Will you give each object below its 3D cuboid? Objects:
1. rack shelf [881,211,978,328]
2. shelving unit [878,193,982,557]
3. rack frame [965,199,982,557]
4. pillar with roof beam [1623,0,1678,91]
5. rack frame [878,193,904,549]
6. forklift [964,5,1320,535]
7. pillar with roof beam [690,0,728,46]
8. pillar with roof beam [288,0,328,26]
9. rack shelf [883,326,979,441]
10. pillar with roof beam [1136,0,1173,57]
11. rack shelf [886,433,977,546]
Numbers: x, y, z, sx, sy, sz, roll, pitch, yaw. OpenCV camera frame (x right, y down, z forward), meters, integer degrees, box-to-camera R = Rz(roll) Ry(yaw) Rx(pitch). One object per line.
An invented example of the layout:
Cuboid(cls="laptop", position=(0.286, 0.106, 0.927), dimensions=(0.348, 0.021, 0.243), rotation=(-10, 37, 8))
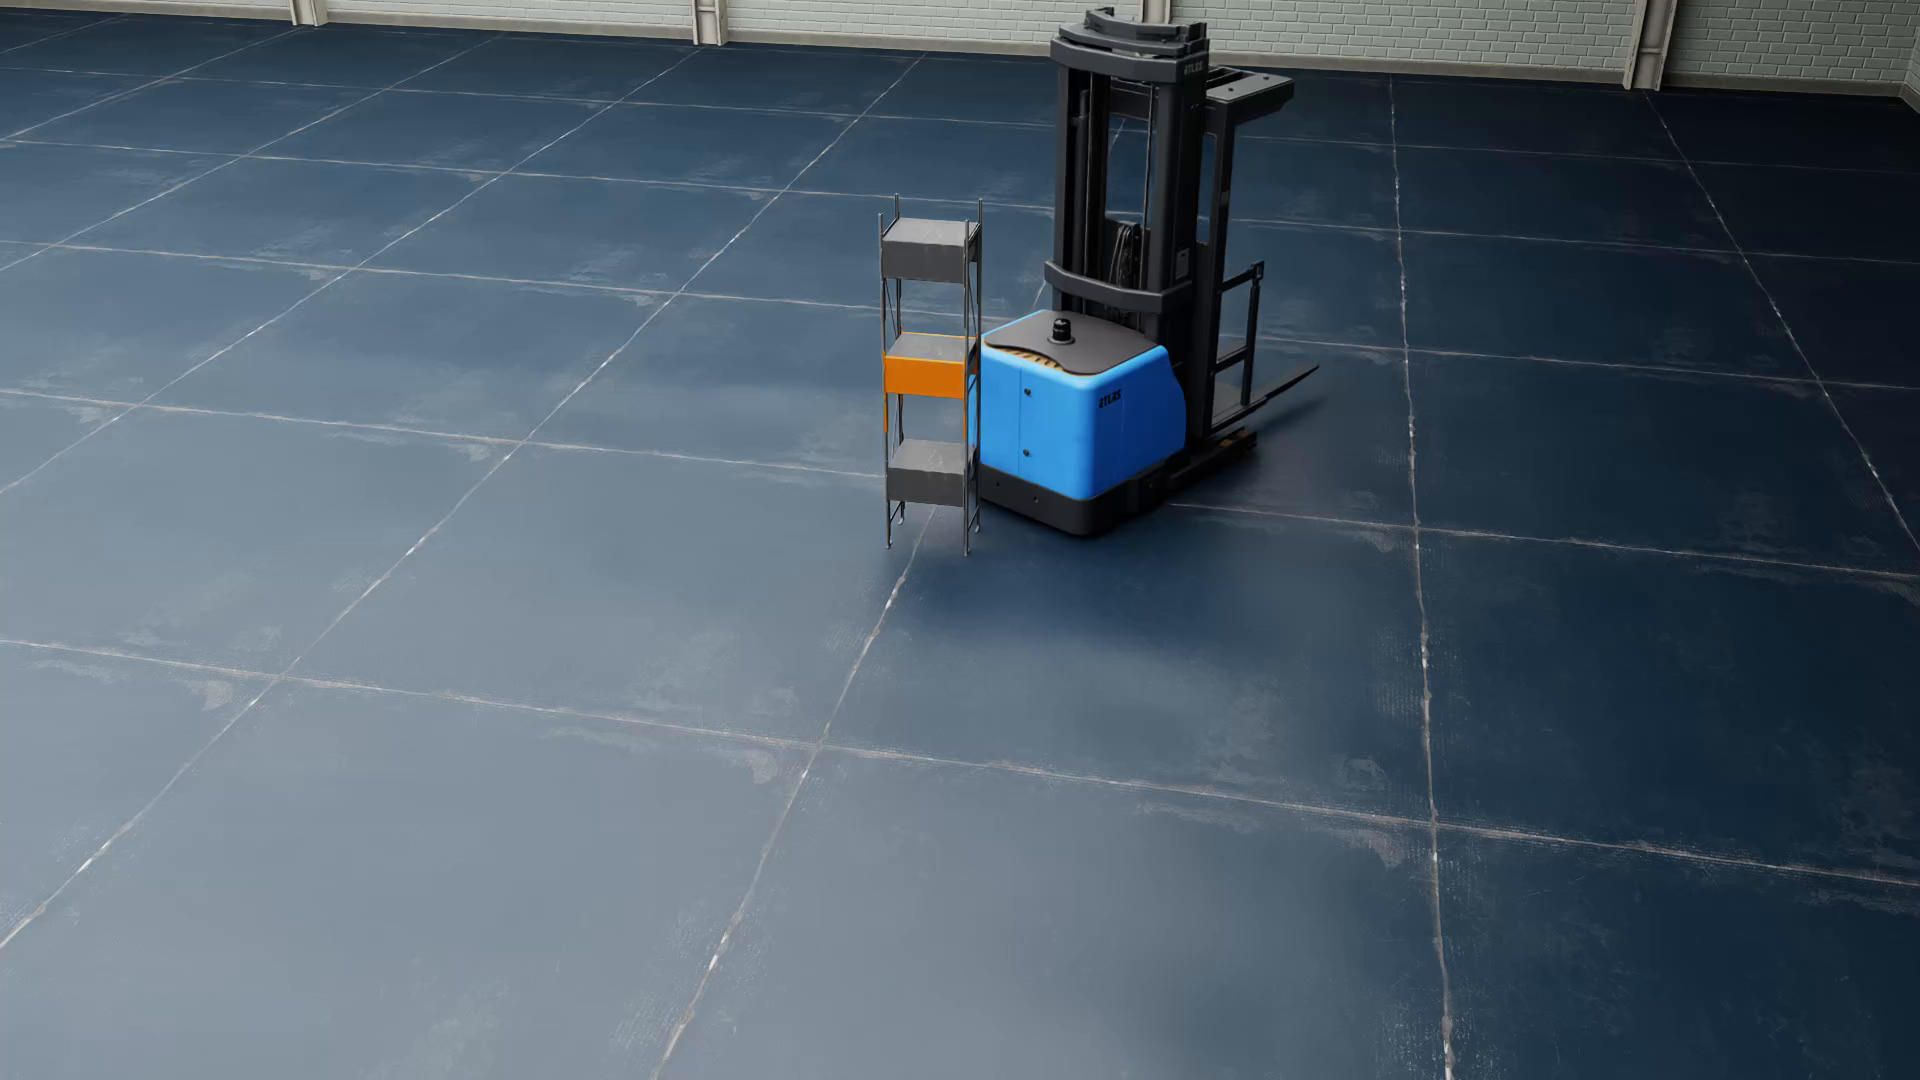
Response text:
Cuboid(cls="rack shelf", position=(-0.162, -1.540, 9.447), dimensions=(0.480, 0.518, 0.431), rotation=(6, 29, 11))
Cuboid(cls="shelving unit", position=(-0.162, -0.938, 9.776), dimensions=(0.503, 2.100, 0.431), rotation=(6, 29, 11))
Cuboid(cls="rack frame", position=(0.077, -0.913, 9.731), dimensions=(0.015, 2.100, 0.400), rotation=(6, 29, 11))
Cuboid(cls="pillar with roof beam", position=(7.457, -7.486, 14.552), dimensions=(0.400, 9.000, 9.100), rotation=(6, 29, 11))
Cuboid(cls="rack frame", position=(-0.401, -0.962, 9.821), dimensions=(0.015, 2.100, 0.400), rotation=(6, 29, 11))
Cuboid(cls="forklift", position=(1.368, -1.941, 10.742), dimensions=(1.130, 2.935, 3.031), rotation=(23, 36, 36))
Cuboid(cls="pillar with roof beam", position=(-4.278, -8.689, 16.750), dimensions=(0.400, 9.000, 9.100), rotation=(6, 29, 11))
Cuboid(cls="pillar with roof beam", position=(-10.146, -9.291, 17.849), dimensions=(0.400, 9.000, 9.100), rotation=(6, 29, 11))
Cuboid(cls="rack shelf", position=(-0.162, -0.926, 9.783), dimensions=(0.480, 0.518, 0.431), rotation=(6, 29, 11))
Cuboid(cls="pillar with roof beam", position=(1.590, -8.087, 15.651), dimensions=(0.400, 9.000, 9.100), rotation=(6, 29, 11))
Cuboid(cls="rack shelf", position=(-0.162, -0.312, 10.119), dimensions=(0.480, 0.518, 0.431), rotation=(6, 29, 11))
